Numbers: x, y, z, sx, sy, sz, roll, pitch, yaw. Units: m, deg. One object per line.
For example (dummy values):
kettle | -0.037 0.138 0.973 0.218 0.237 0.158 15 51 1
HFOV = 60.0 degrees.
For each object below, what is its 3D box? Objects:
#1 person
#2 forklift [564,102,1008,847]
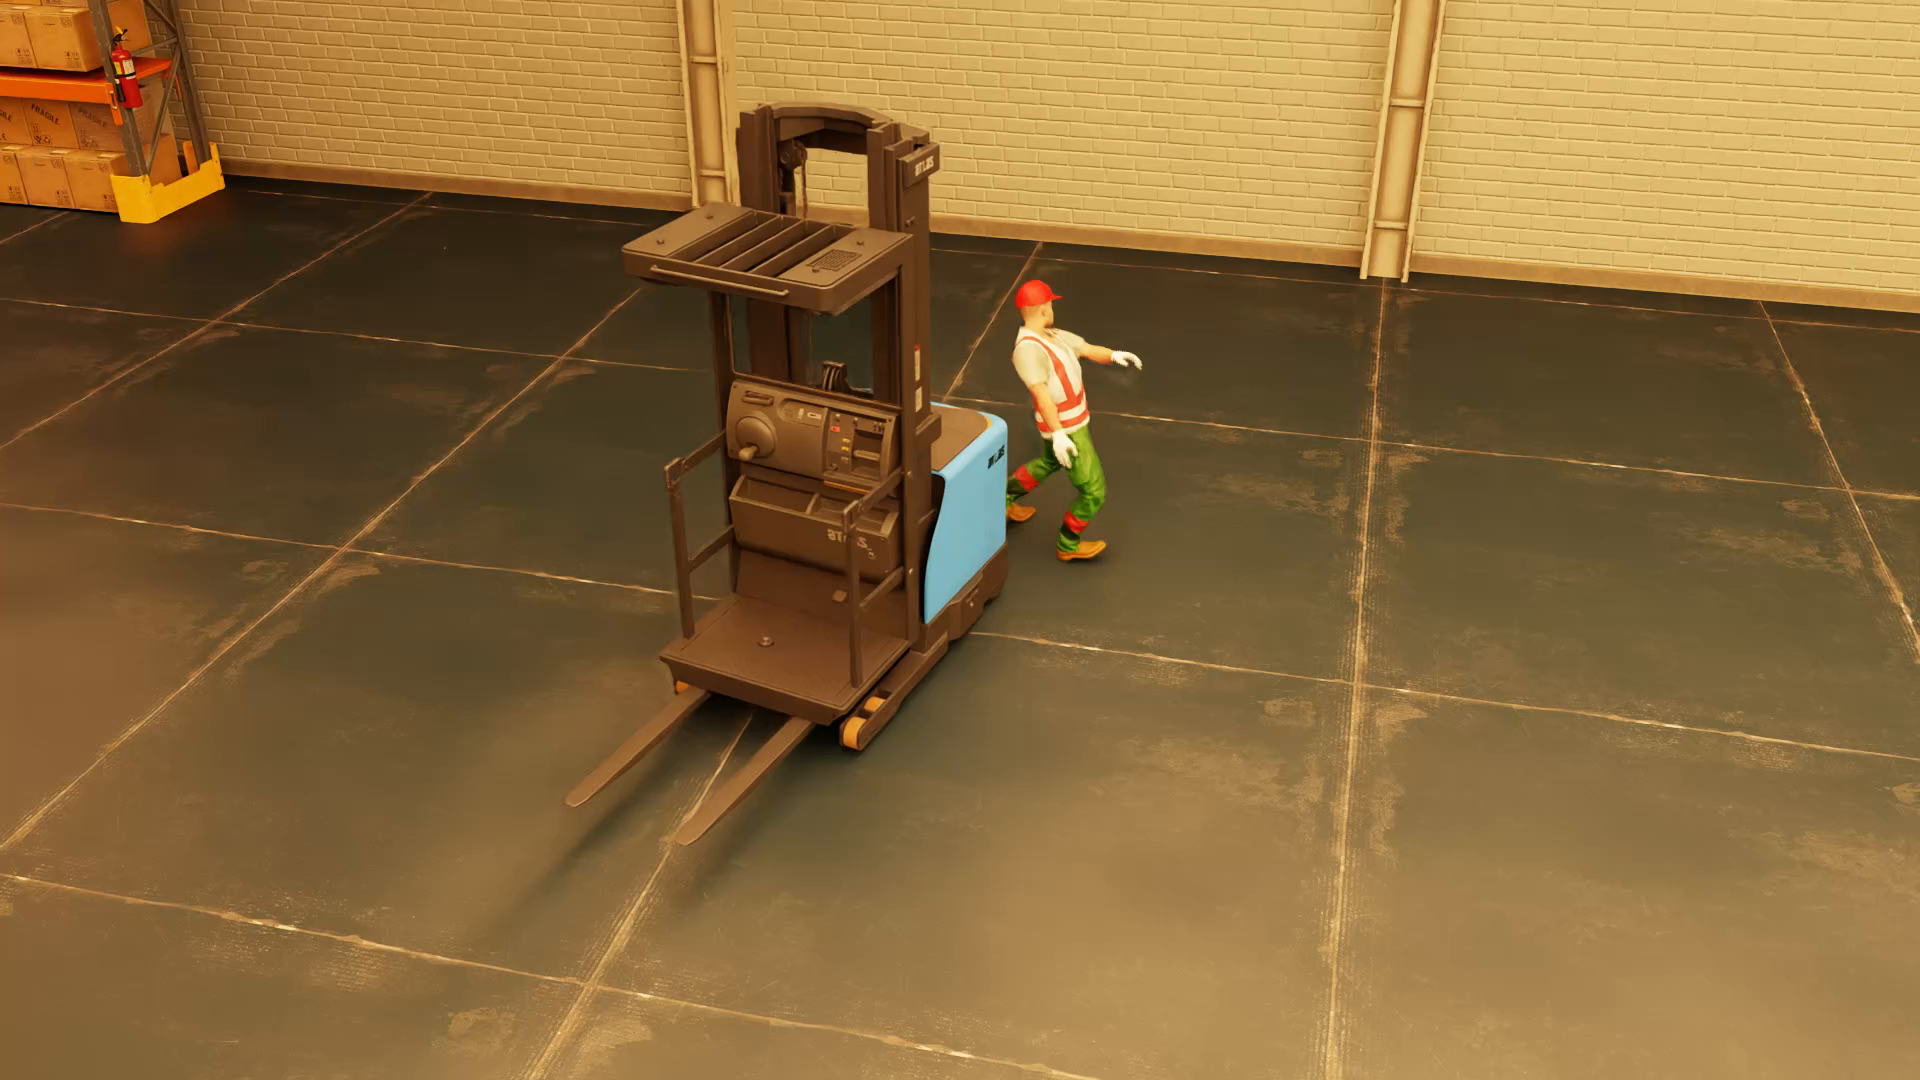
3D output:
person | 0.599 -0.640 9.623 0.863 1.614 0.861 0 30 0
forklift | -0.832 -0.476 8.010 1.130 2.935 3.031 14 32 23
